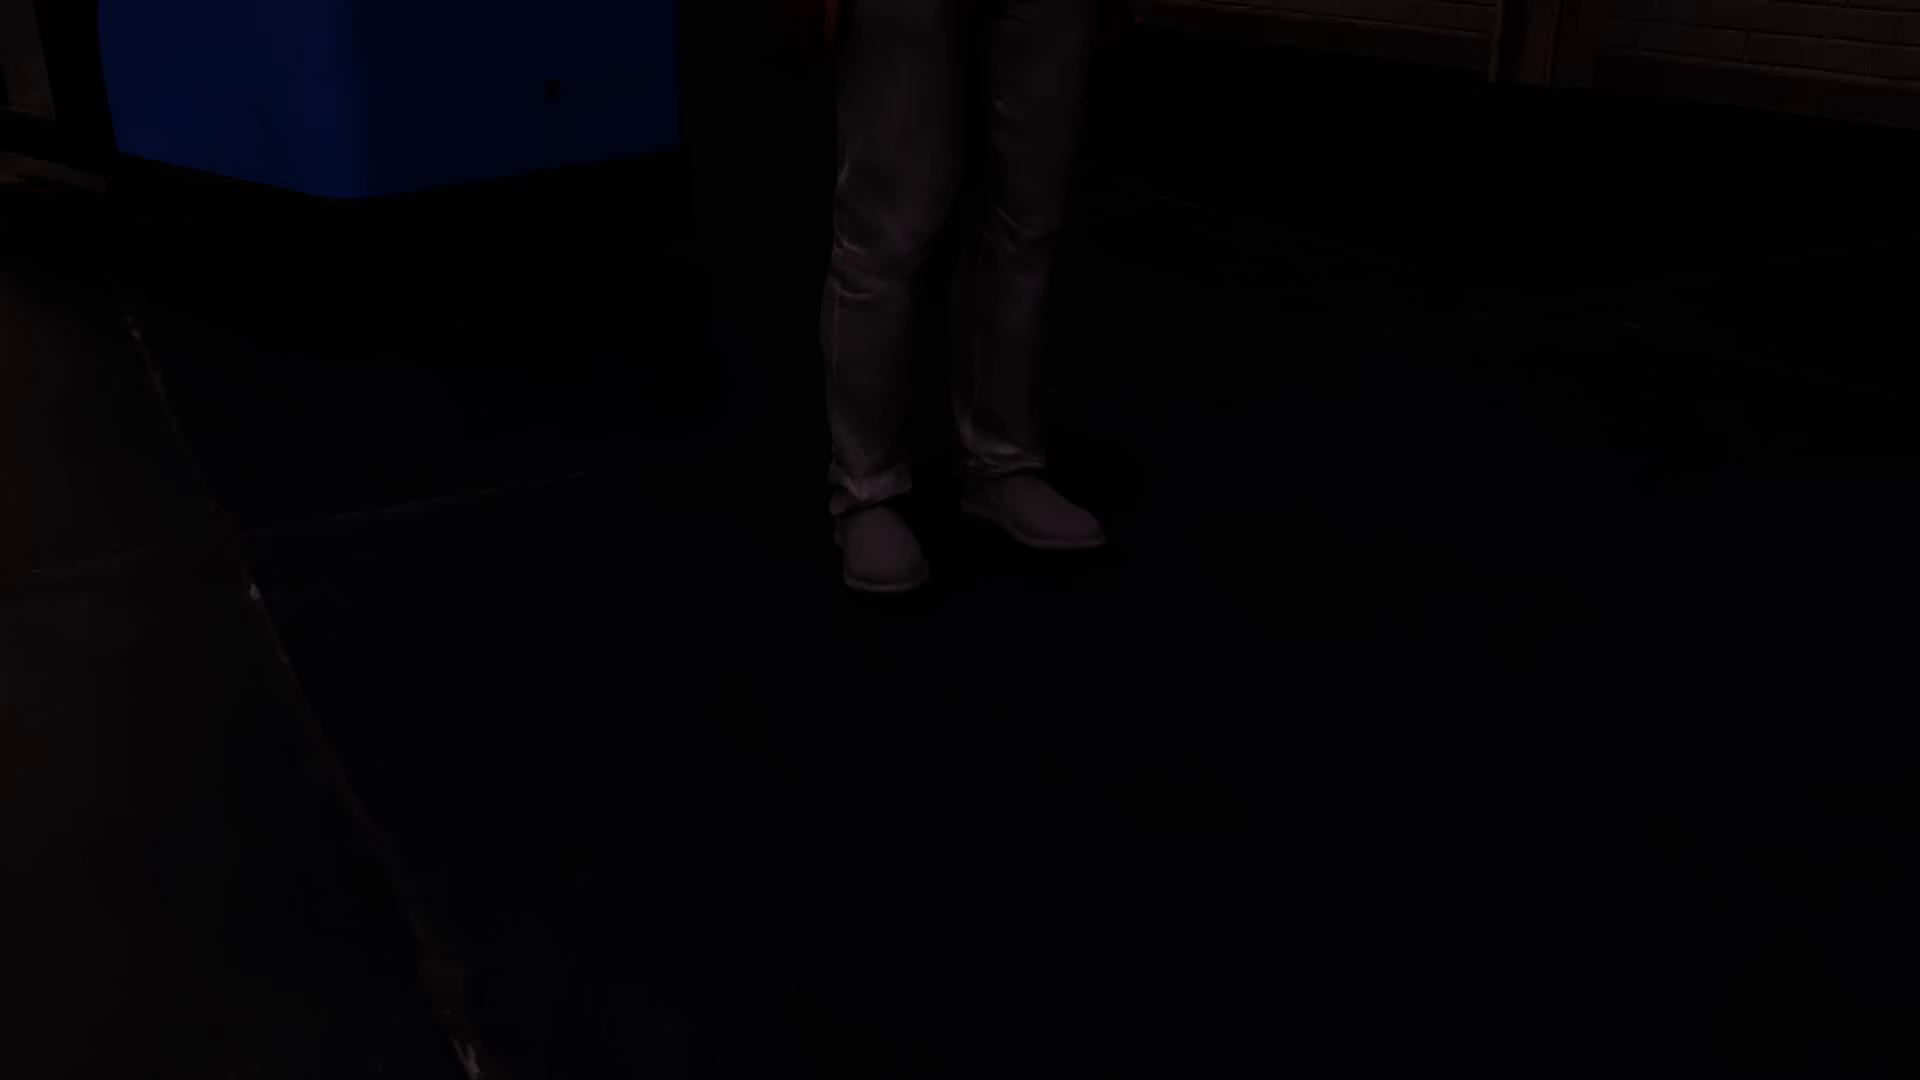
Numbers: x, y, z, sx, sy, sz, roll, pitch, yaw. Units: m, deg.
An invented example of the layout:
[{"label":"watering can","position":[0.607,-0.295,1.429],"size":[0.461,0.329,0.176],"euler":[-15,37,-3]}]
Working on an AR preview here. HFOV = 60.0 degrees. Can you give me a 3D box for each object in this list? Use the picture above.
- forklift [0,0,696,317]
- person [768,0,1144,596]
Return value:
[{"label":"forklift","position":[-2.152,-2.309,4.400],"size":[3.031,2.935,1.130],"euler":[18,28,36]},{"label":"person","position":[0.007,-0.814,2.289],"size":[0.559,1.771,0.367],"euler":[-12,25,-28]}]
